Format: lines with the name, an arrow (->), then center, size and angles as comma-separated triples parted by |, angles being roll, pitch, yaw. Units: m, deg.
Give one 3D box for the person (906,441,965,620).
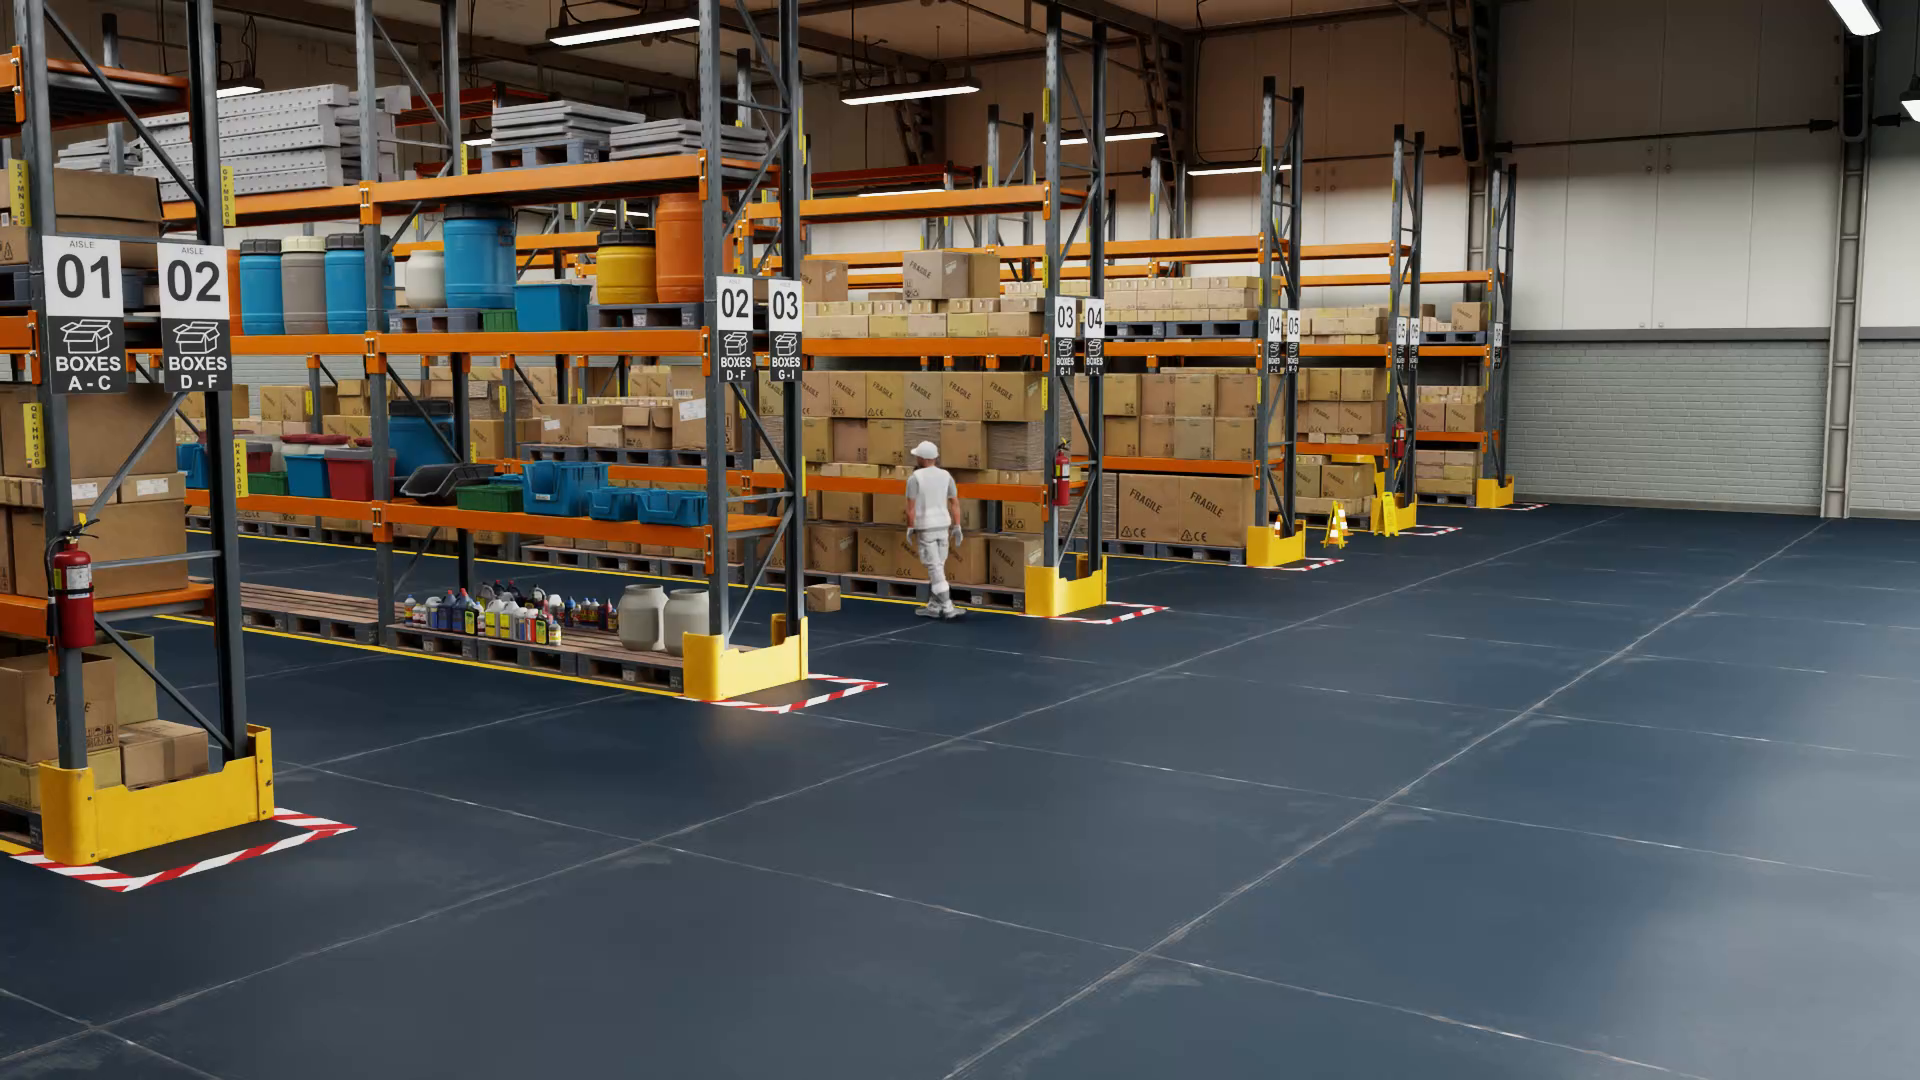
person -> -0.276, -0.094, 16.503 | 0.586, 1.778, 0.586 | -3, 7, -28
